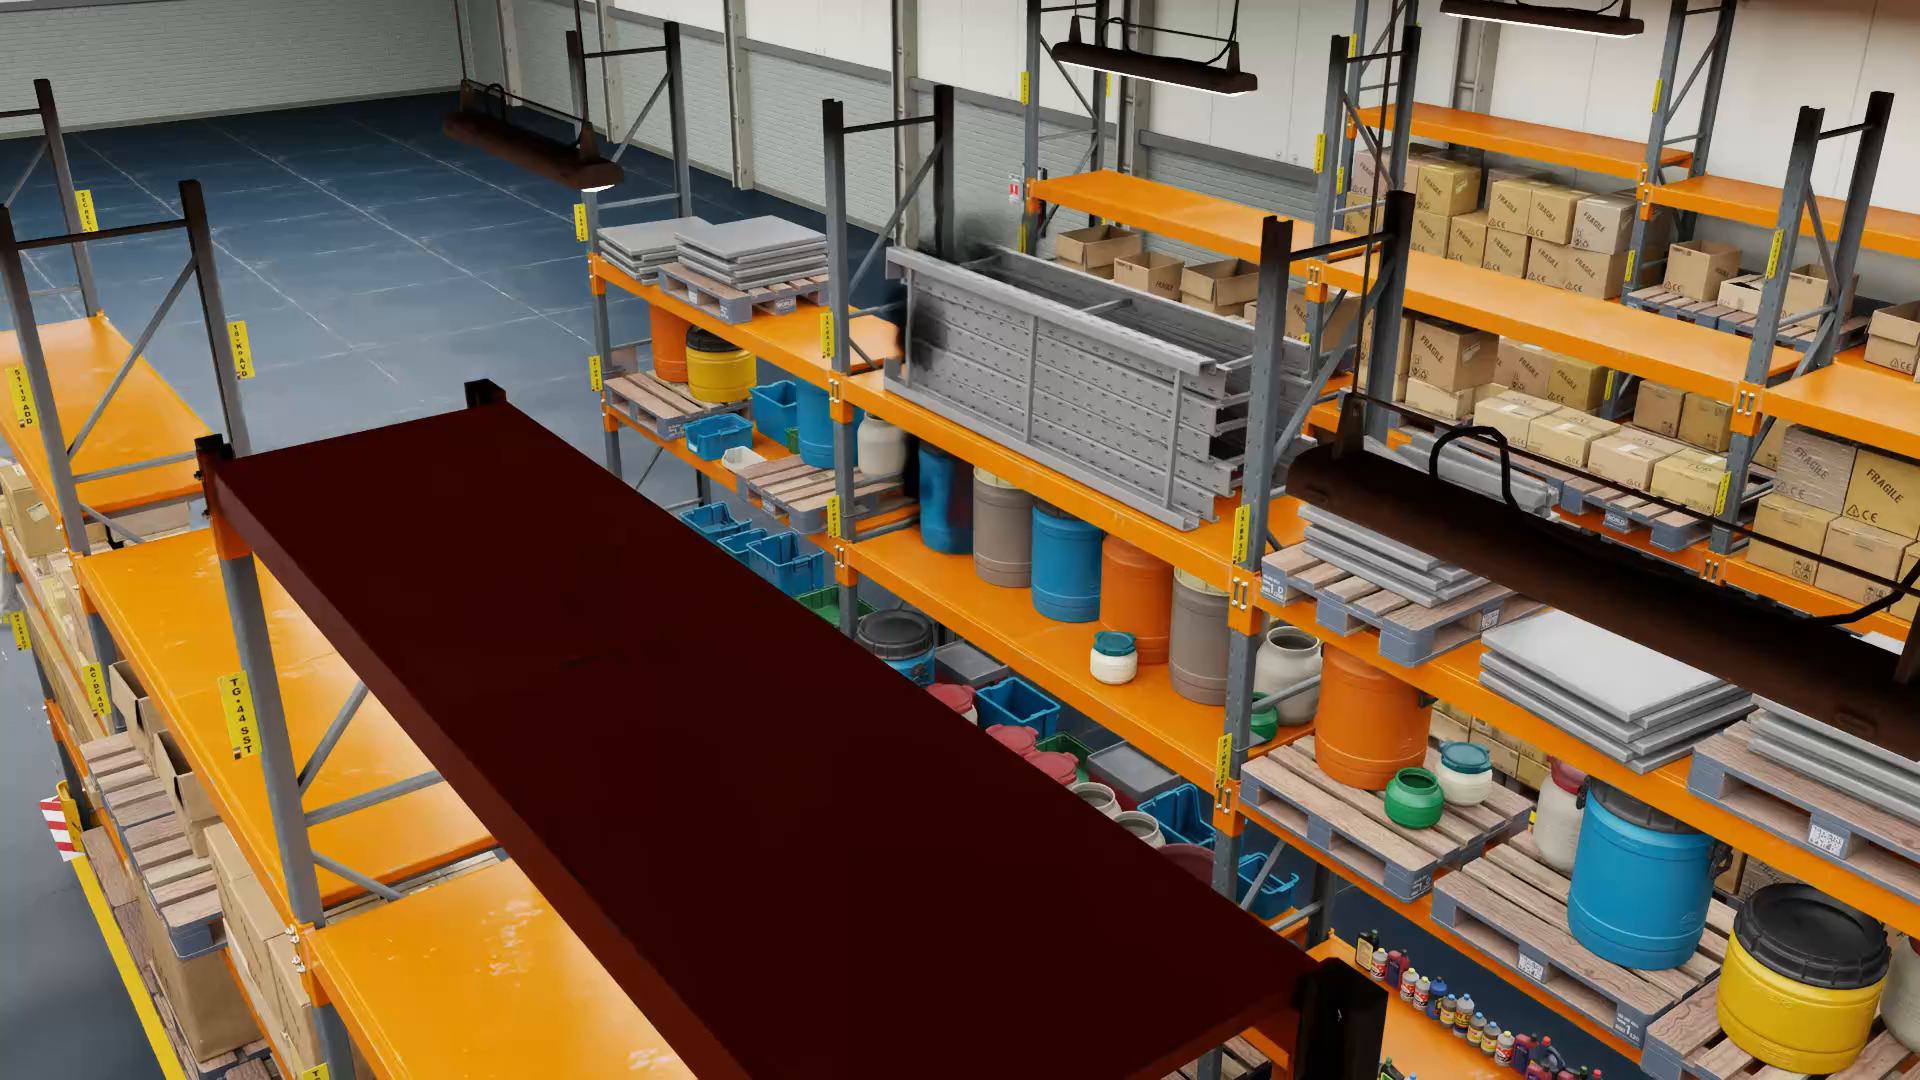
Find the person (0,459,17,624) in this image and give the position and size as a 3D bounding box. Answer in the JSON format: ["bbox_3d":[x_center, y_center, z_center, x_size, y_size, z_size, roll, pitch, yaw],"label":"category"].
[{"bbox_3d":[-9.538,0.004,16.809,0.962,1.771,0.695,-4,25,-9],"label":"person"}]

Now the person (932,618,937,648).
[{"bbox_3d":[0.050,0.539,15.706,0.643,1.835,0.936,-20,31,-36],"label":"person"}]
